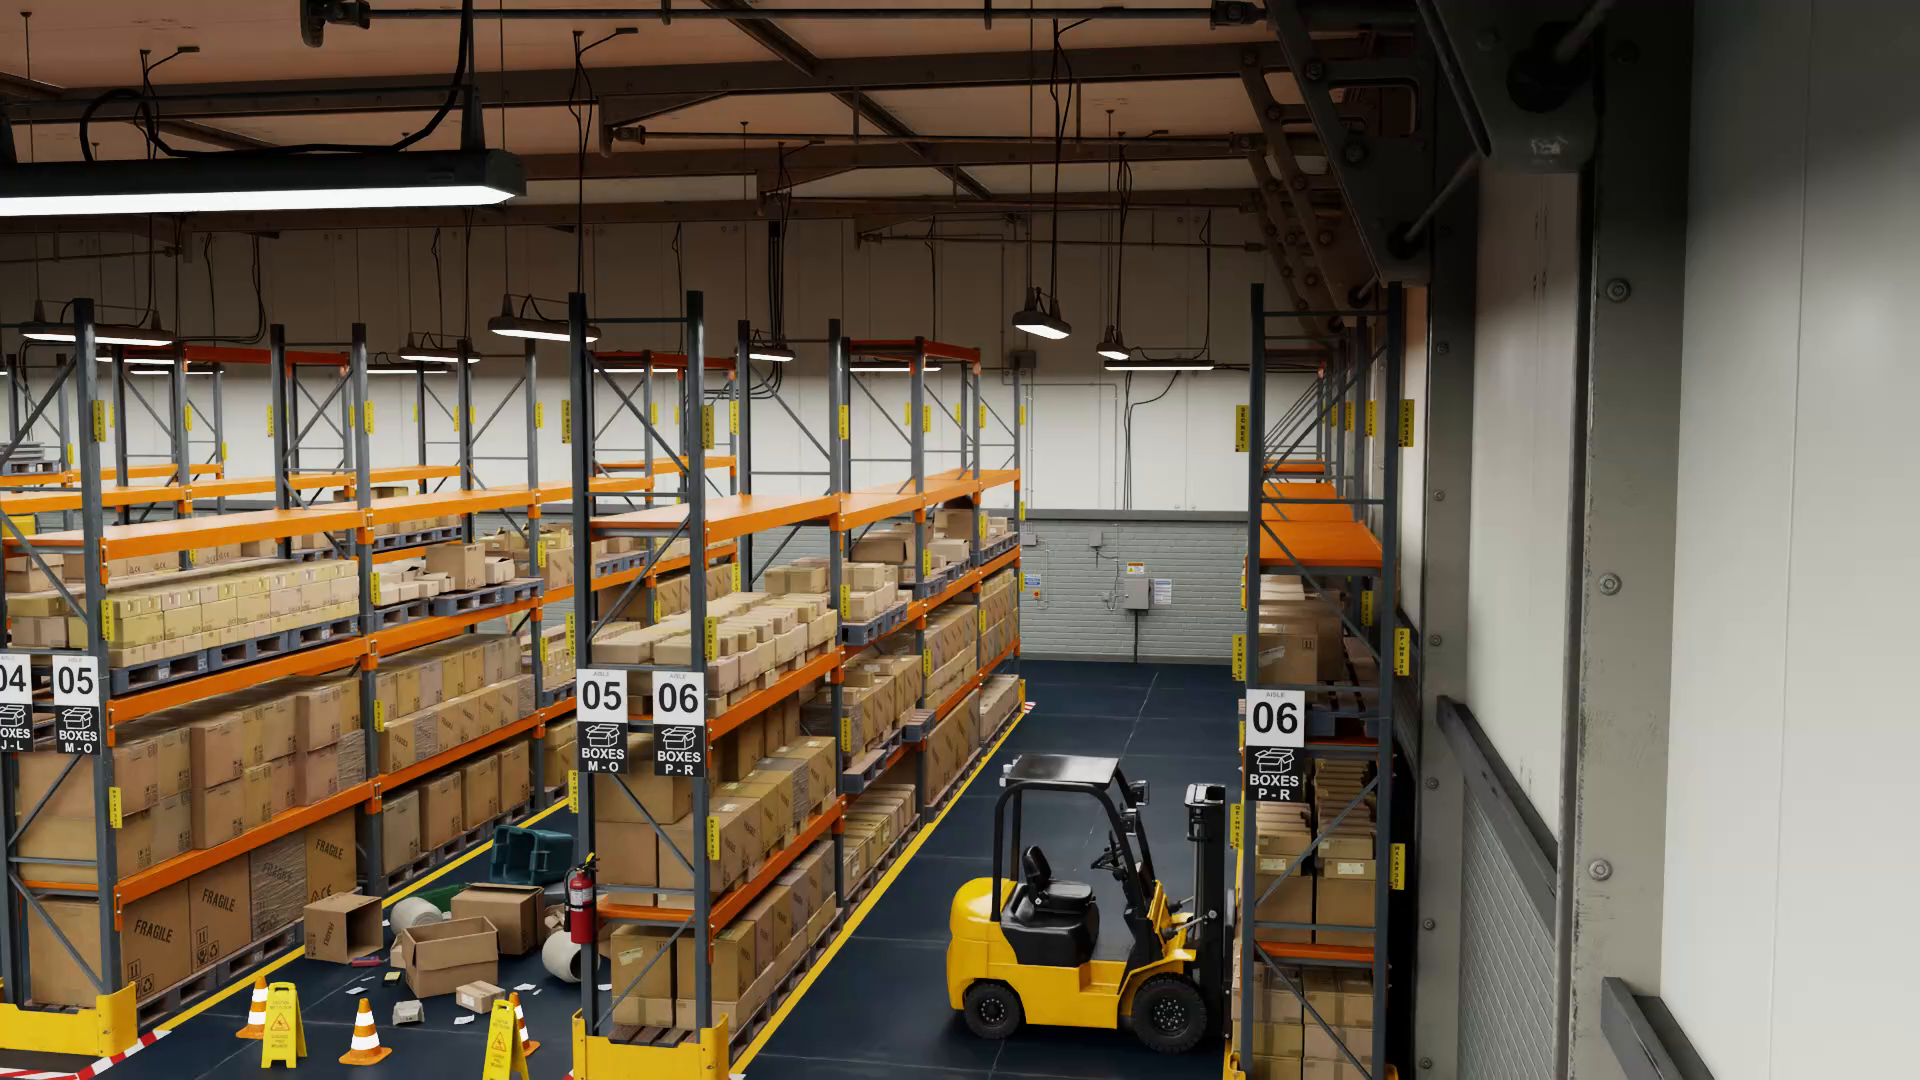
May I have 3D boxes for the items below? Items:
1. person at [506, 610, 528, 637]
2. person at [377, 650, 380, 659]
[{"bbox_3d":[-8.574,1.751,32.089,0.666,1.645,0.473,3,5,29],"label":"person"},{"bbox_3d":[-8.397,2.378,24.172,0.584,1.719,0.554,-2,5,-19],"label":"person"}]
